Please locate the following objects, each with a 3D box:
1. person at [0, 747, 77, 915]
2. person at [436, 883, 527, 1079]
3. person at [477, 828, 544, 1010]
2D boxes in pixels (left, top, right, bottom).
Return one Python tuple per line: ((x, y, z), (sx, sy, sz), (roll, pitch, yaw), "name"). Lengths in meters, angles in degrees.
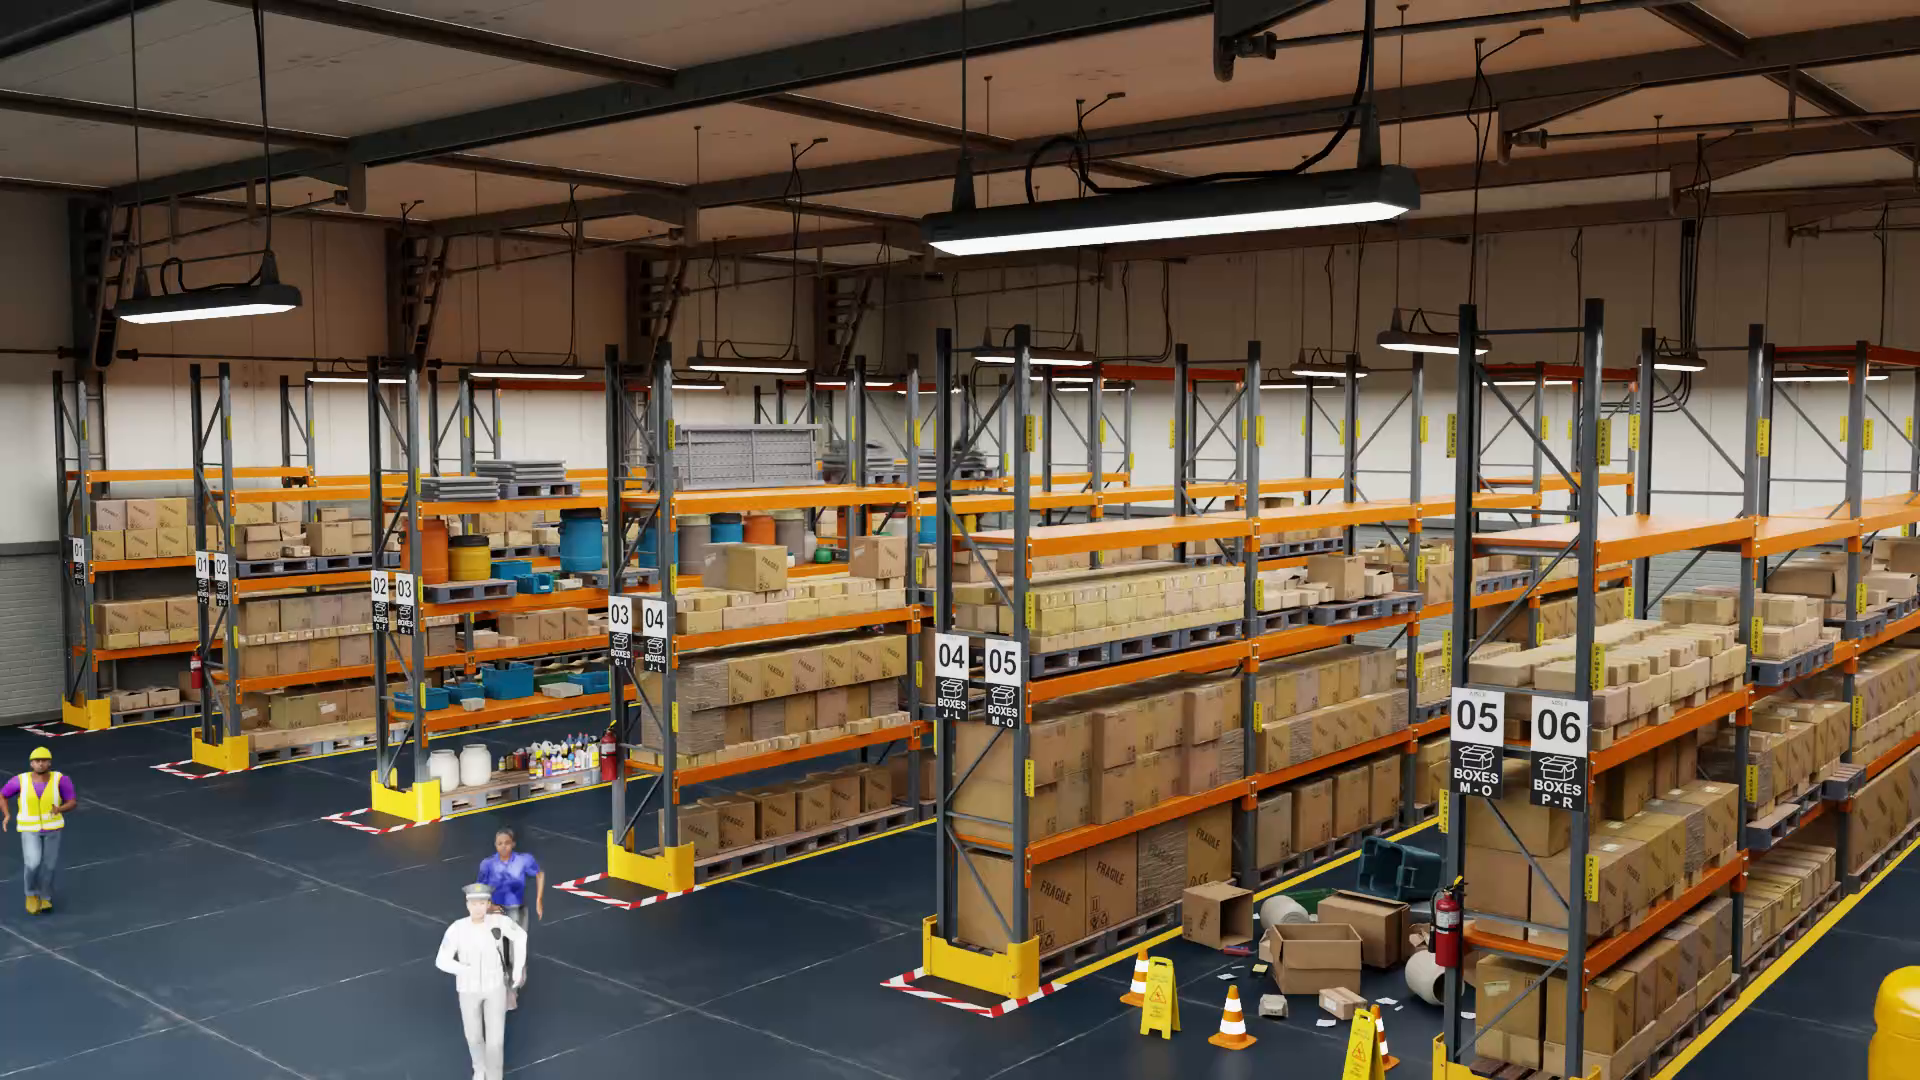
((-9.591, 3.031, 17.347), (0.692, 1.737, 0.660), (-3, 5, -35), "person")
((-3.592, 3.419, 12.497), (0.632, 1.755, 0.737), (-1, 4, -10), "person")
((-3.945, 3.370, 14.576), (0.564, 1.514, 0.586), (-1, 4, -8), "person")
